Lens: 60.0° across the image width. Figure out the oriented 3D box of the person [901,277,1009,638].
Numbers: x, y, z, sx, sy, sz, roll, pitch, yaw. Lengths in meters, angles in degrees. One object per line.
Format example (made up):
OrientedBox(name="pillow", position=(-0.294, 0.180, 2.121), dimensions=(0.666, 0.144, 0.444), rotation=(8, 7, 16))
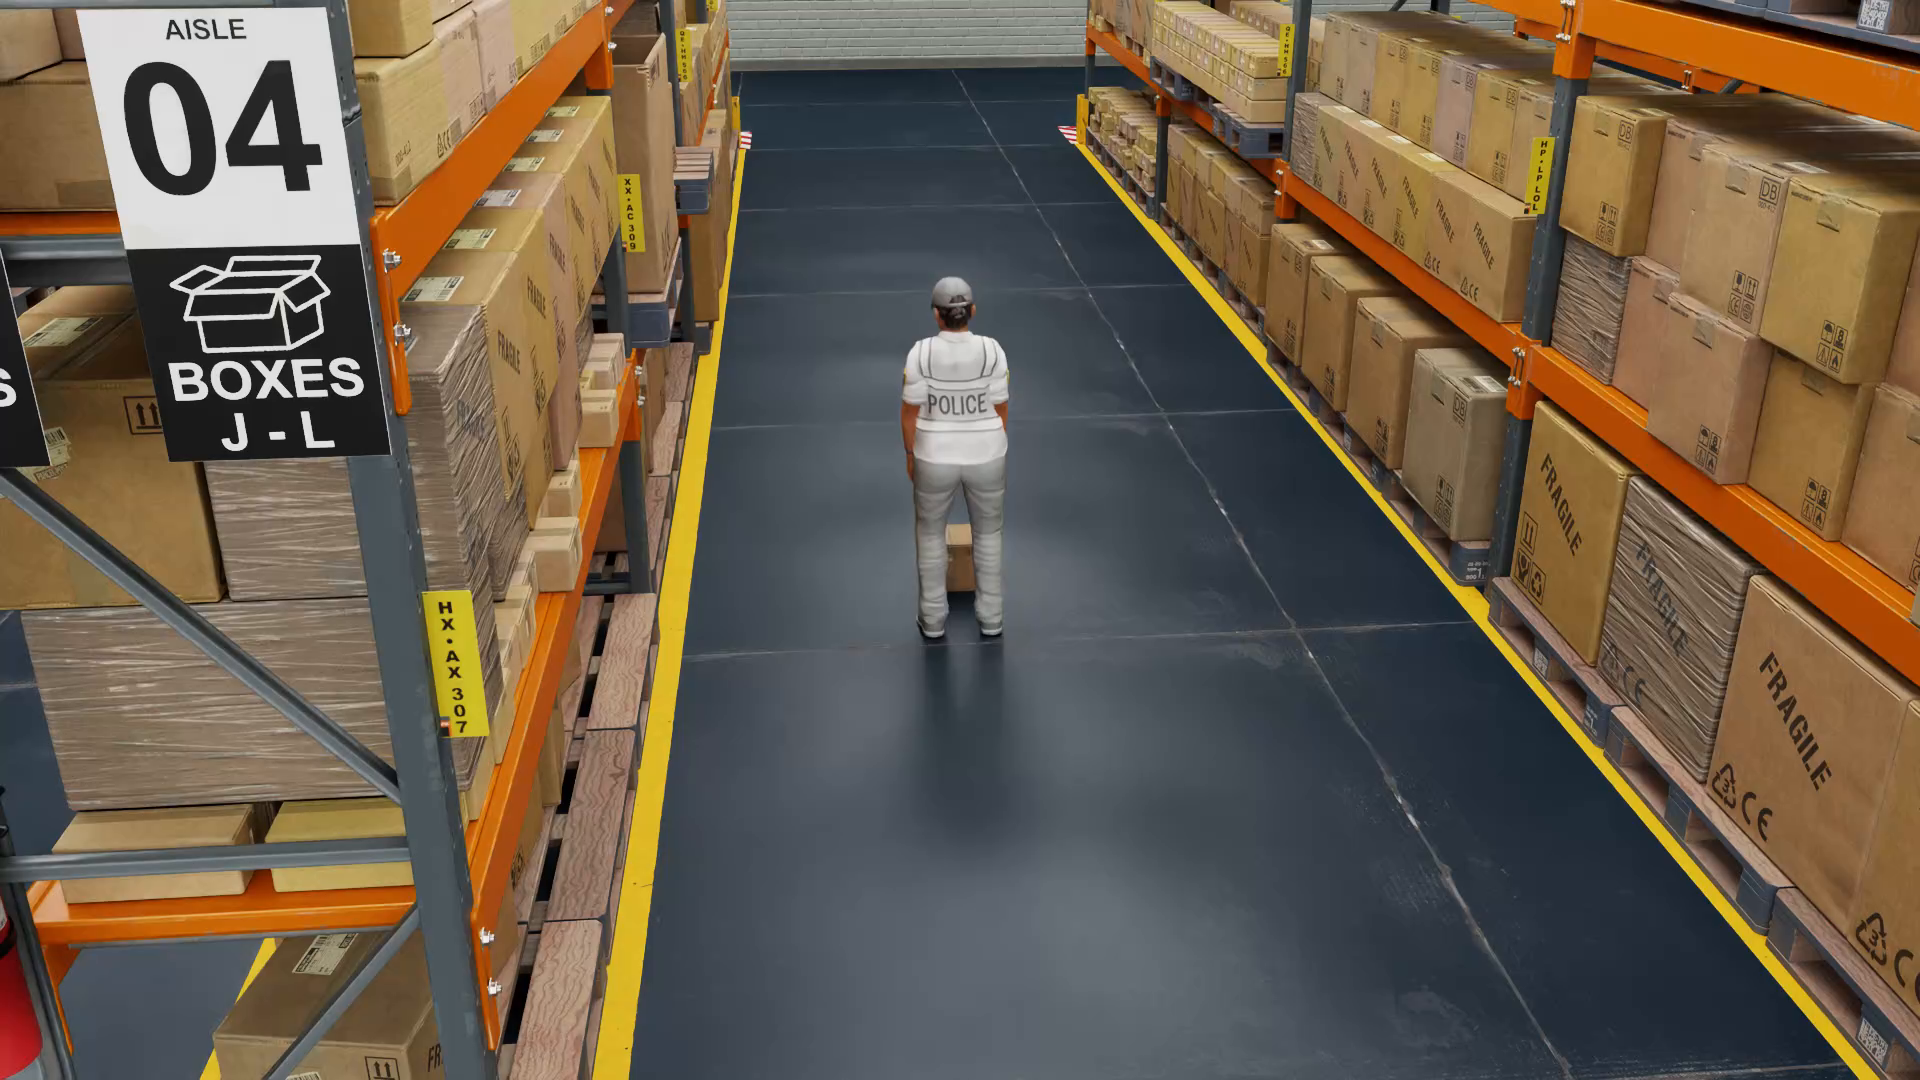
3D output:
OrientedBox(name="person", position=(-0.026, -0.359, 7.428), dimensions=(0.473, 1.656, 0.366), rotation=(-2, 24, -4))
